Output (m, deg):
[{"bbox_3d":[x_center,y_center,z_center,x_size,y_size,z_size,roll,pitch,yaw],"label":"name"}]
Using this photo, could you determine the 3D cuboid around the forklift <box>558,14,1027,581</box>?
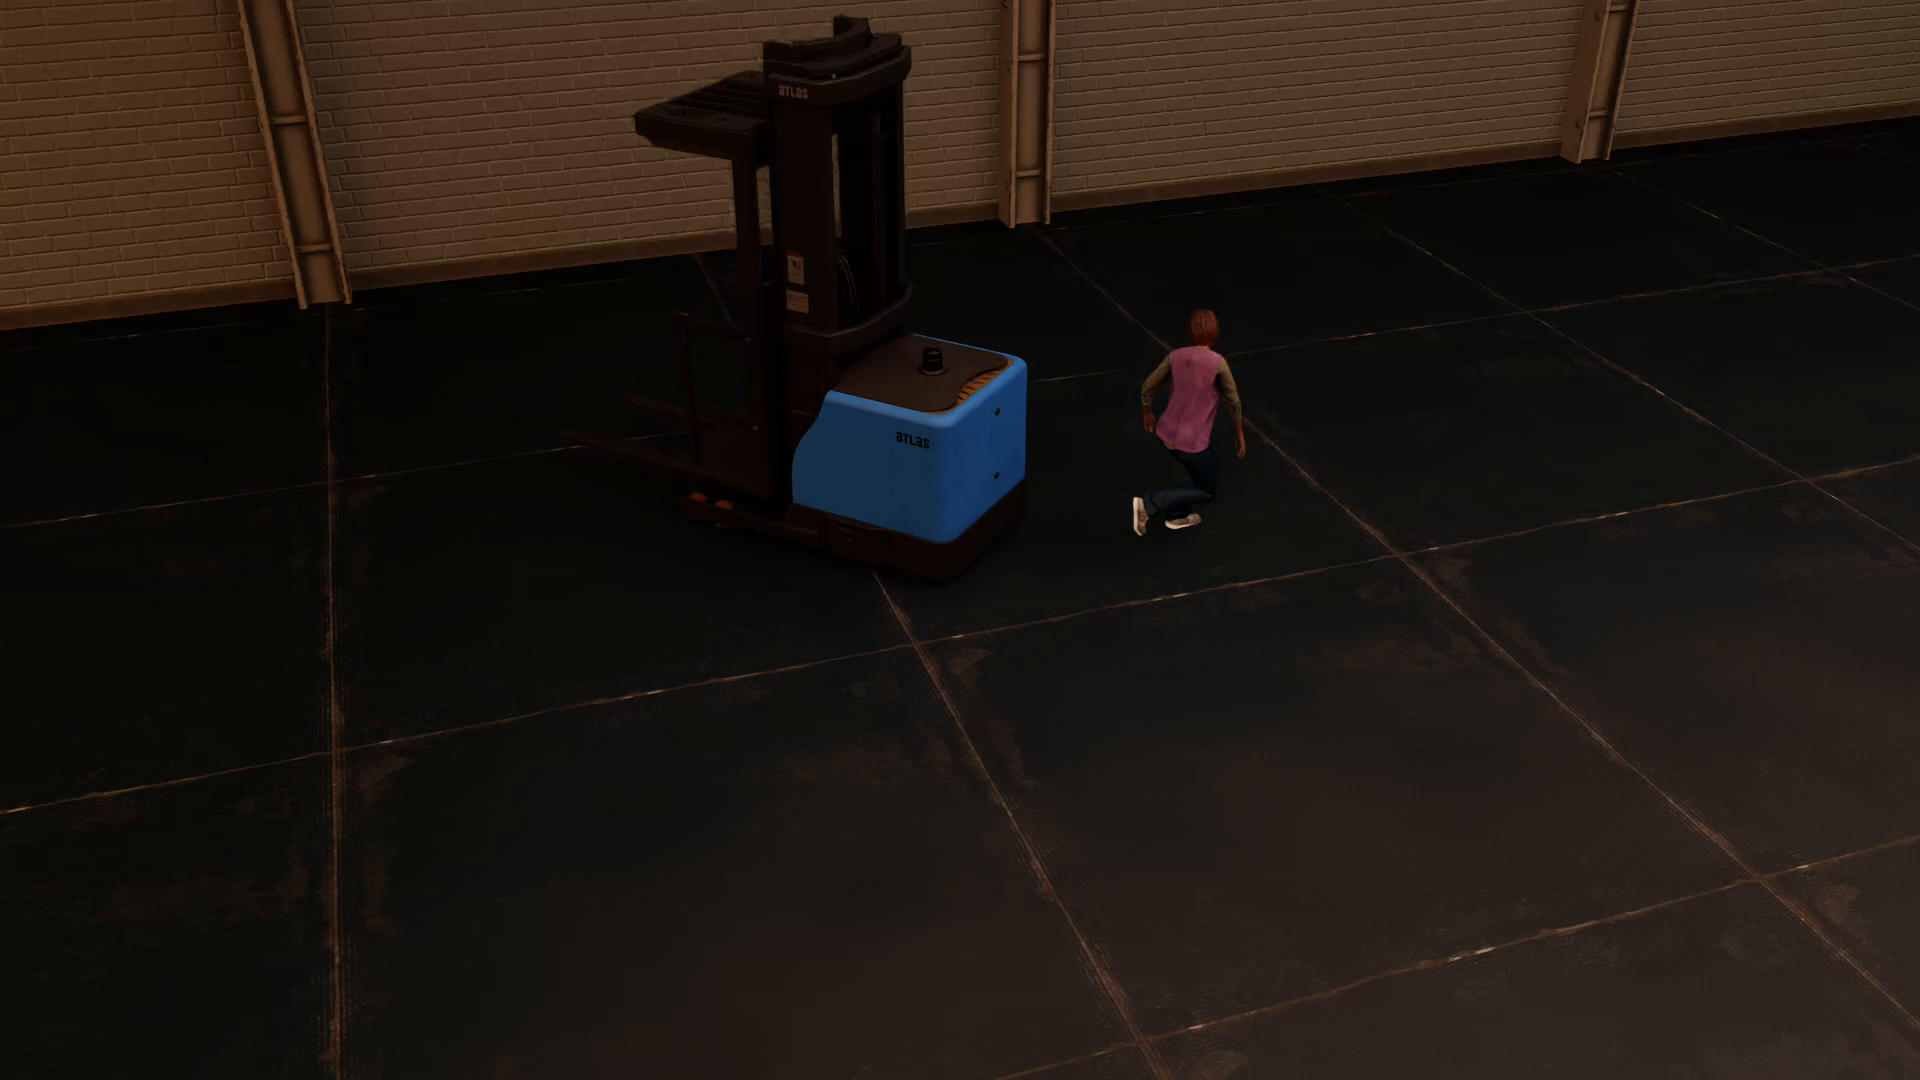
[{"bbox_3d":[-1.132,-1.556,9.792,3.031,2.935,1.130,16,33,25],"label":"forklift"}]

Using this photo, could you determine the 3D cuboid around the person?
[{"bbox_3d":[1.281,-0.660,9.814,0.647,1.395,0.576,-16,34,-26],"label":"person"}]
